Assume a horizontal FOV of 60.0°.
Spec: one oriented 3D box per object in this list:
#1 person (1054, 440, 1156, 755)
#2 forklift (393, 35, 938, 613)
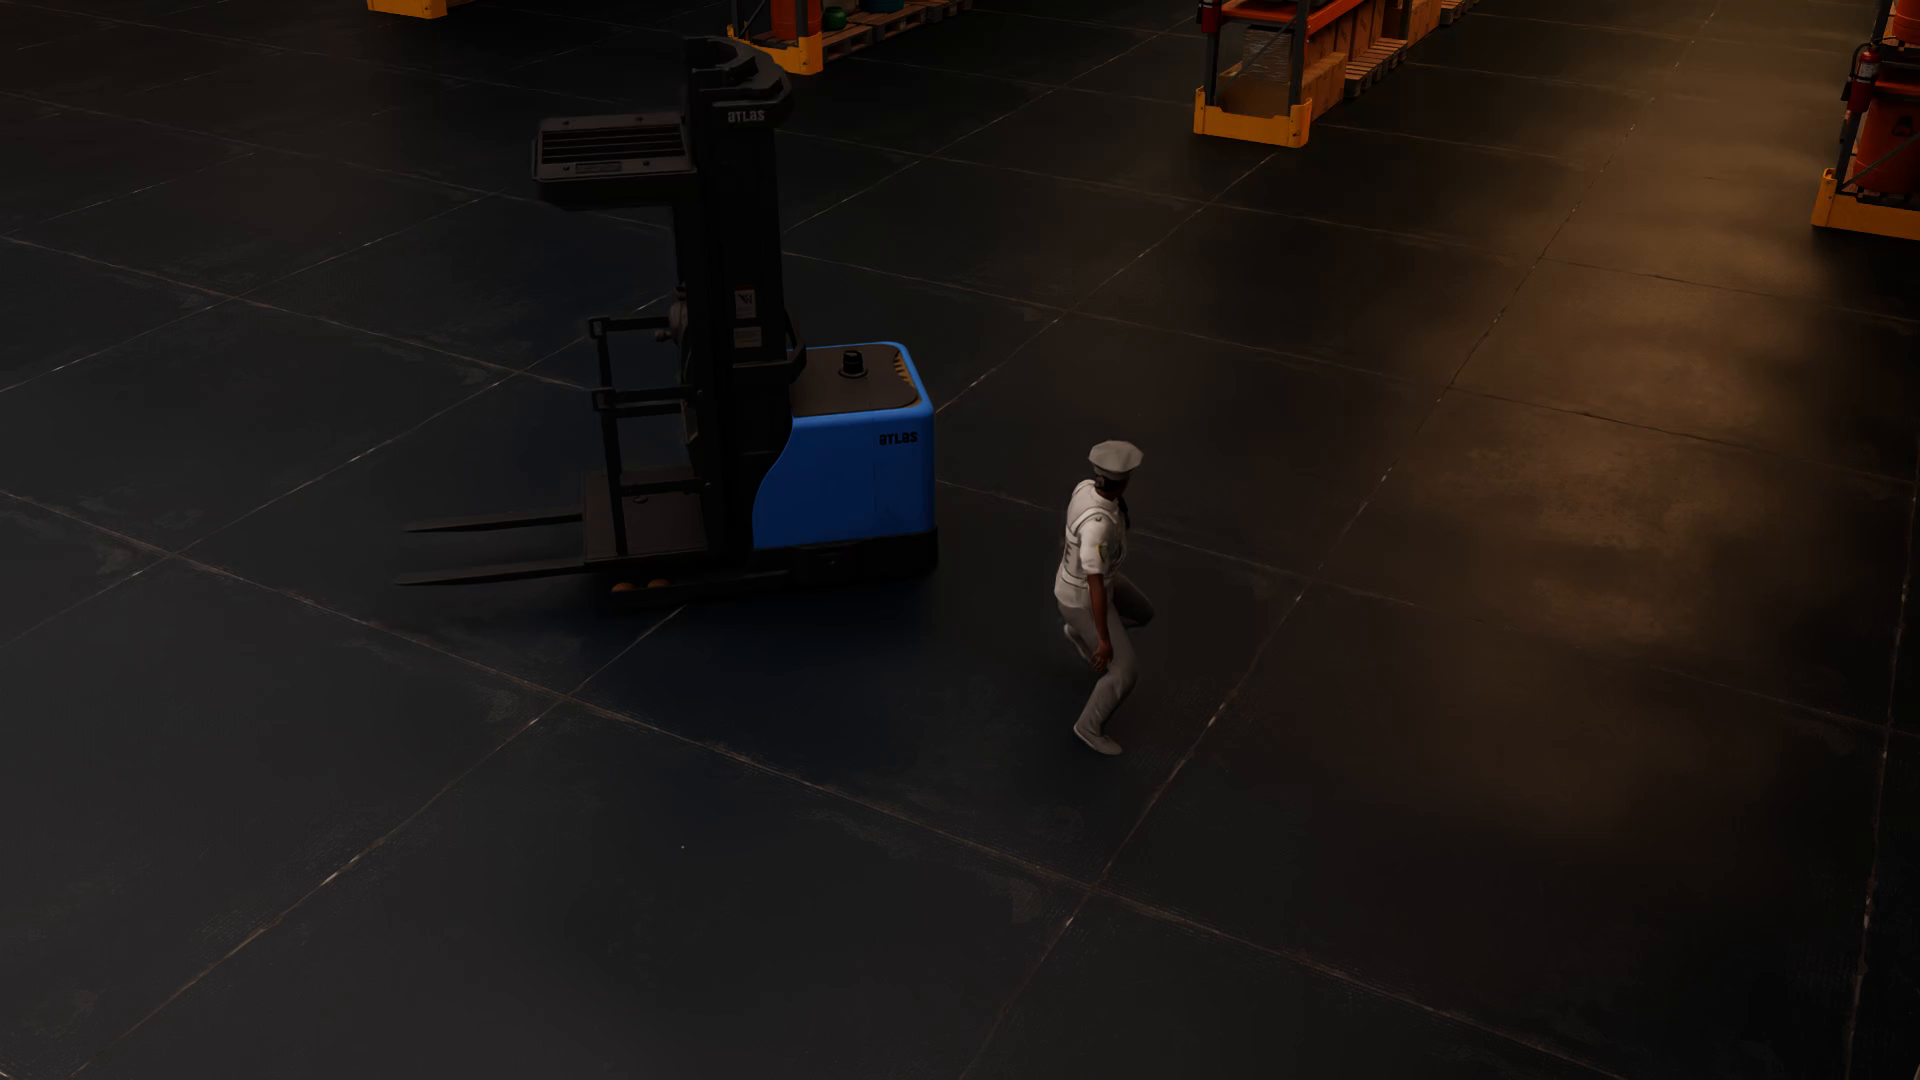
[{"bbox_3d":[0.695,0.255,8.086,0.485,1.548,0.995,6,31,11],"label":"person"},{"bbox_3d":[-1.699,-1.151,9.066,3.031,2.935,1.130,-6,31,-10],"label":"forklift"}]
